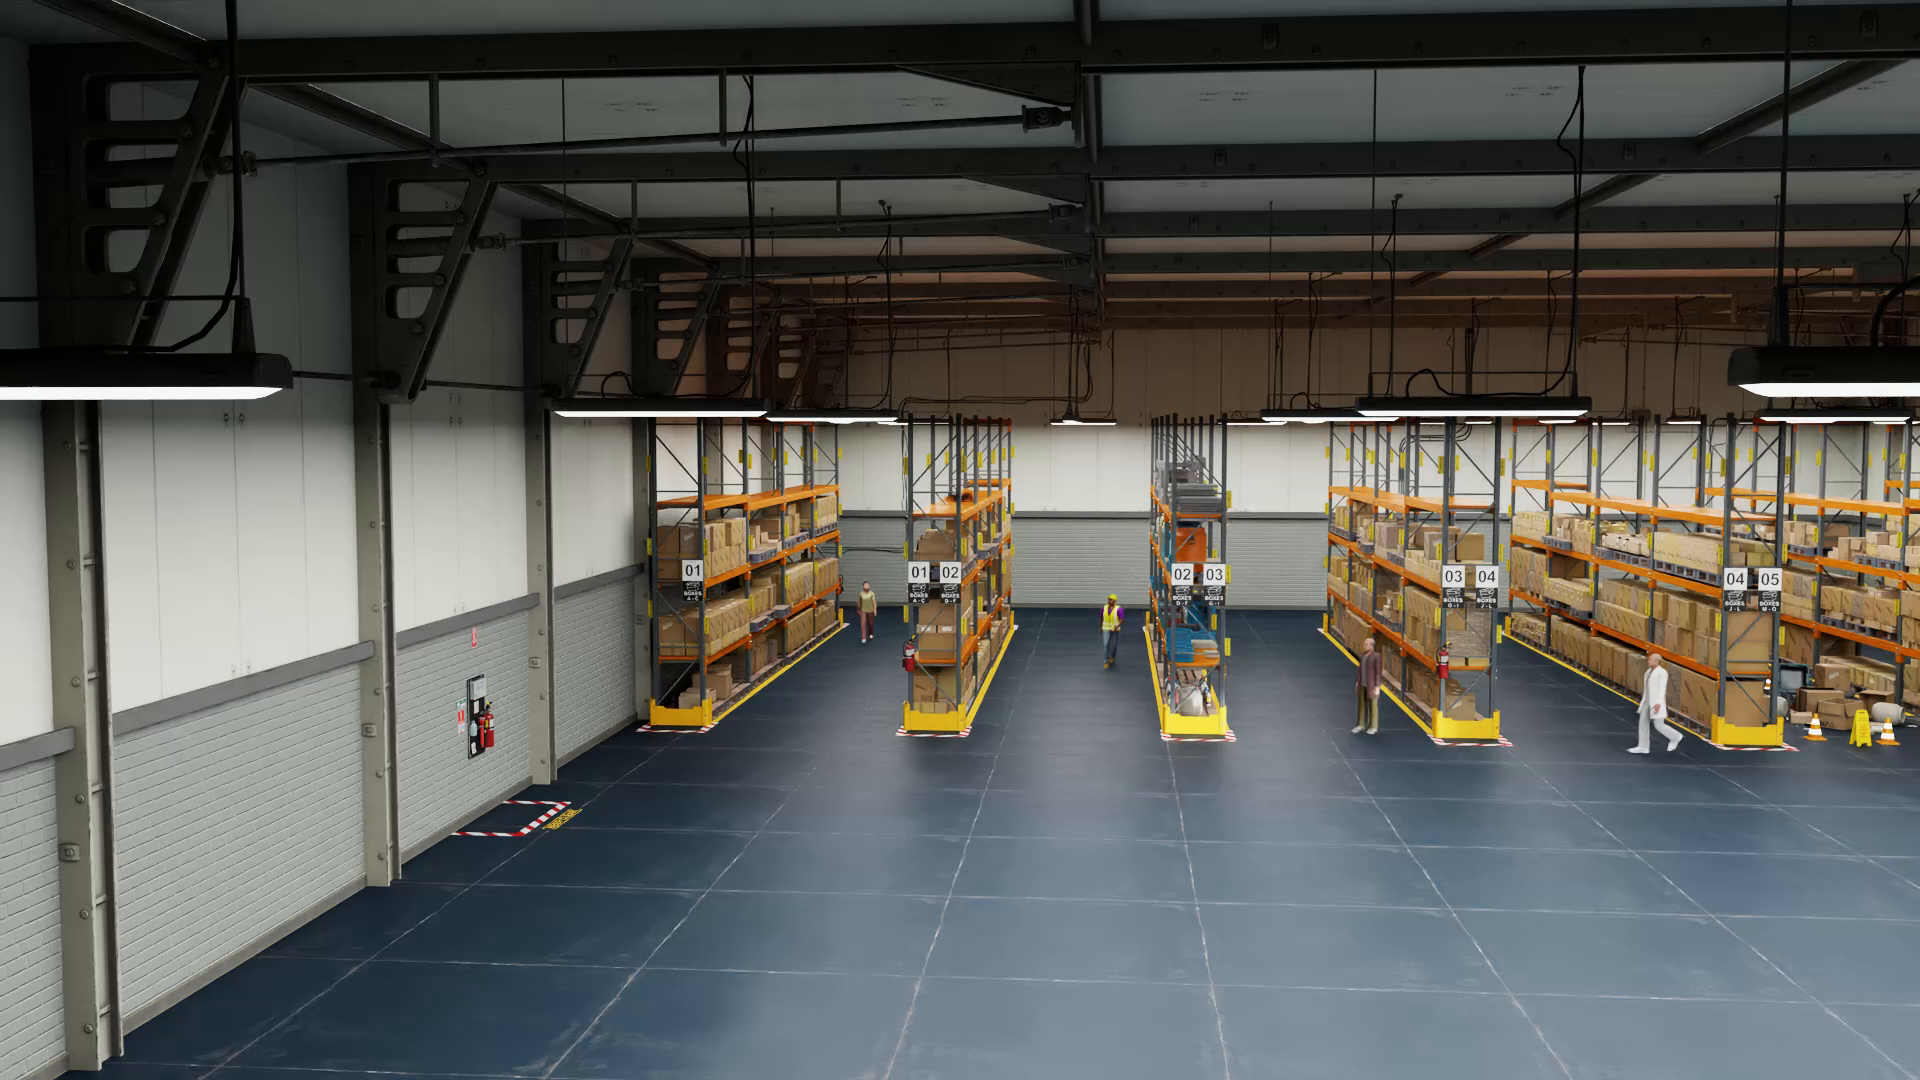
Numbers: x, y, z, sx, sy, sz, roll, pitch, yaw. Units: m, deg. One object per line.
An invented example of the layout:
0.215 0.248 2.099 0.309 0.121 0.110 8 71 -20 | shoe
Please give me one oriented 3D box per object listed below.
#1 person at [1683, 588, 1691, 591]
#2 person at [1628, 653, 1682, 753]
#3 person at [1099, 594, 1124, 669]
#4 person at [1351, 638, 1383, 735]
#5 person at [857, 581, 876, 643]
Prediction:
18.400 2.053 42.350 0.472 1.707 0.510 2 4 23 | person
12.224 2.870 29.191 0.908 1.764 0.555 -1 4 -20 | person
3.640 2.187 40.007 0.602 1.768 0.953 0 4 7 | person
7.616 2.729 31.123 0.496 1.796 0.595 -2 5 -33 | person
-2.505 1.917 44.557 0.550 1.621 1.064 0 4 1 | person
